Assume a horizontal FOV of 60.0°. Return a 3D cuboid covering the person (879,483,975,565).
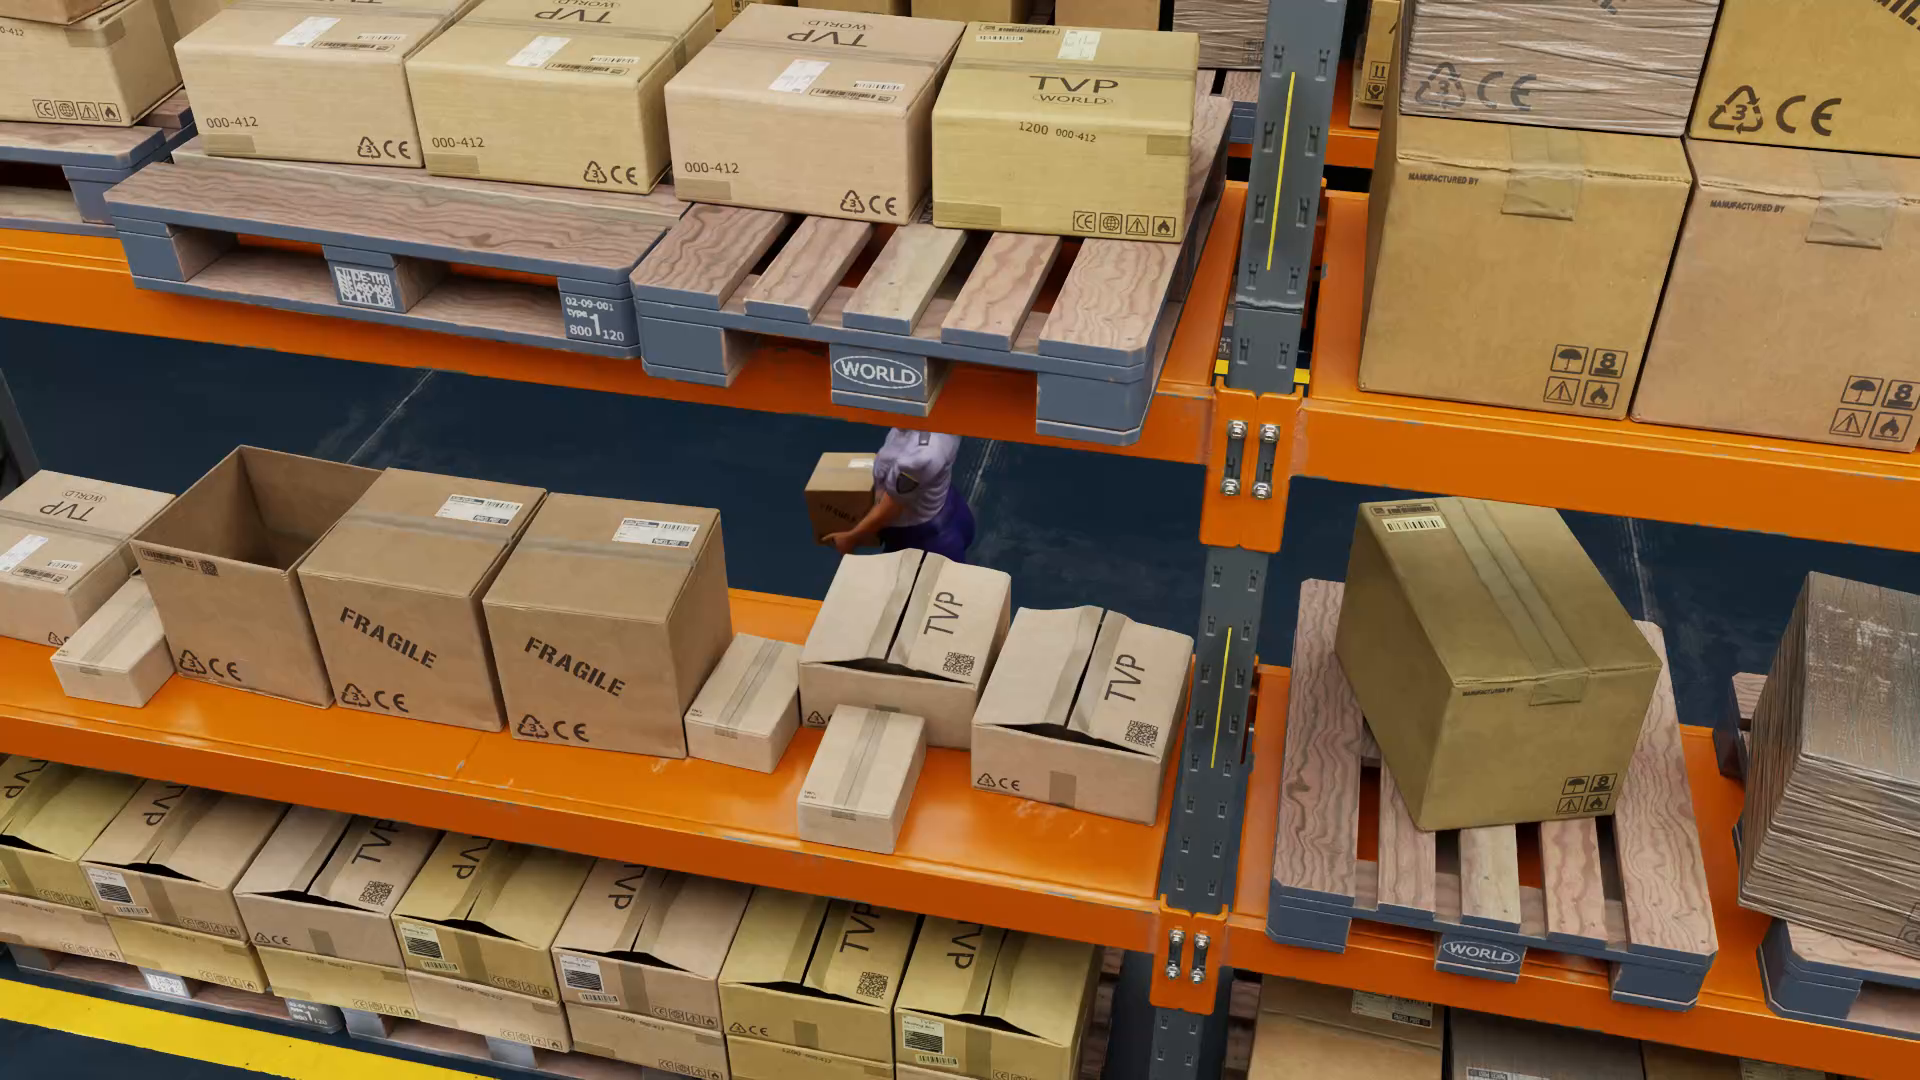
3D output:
[{"bbox_3d":[-0.166,0.254,6.344,0.413,1.030,0.412,7,37,9],"label":"person"}]
